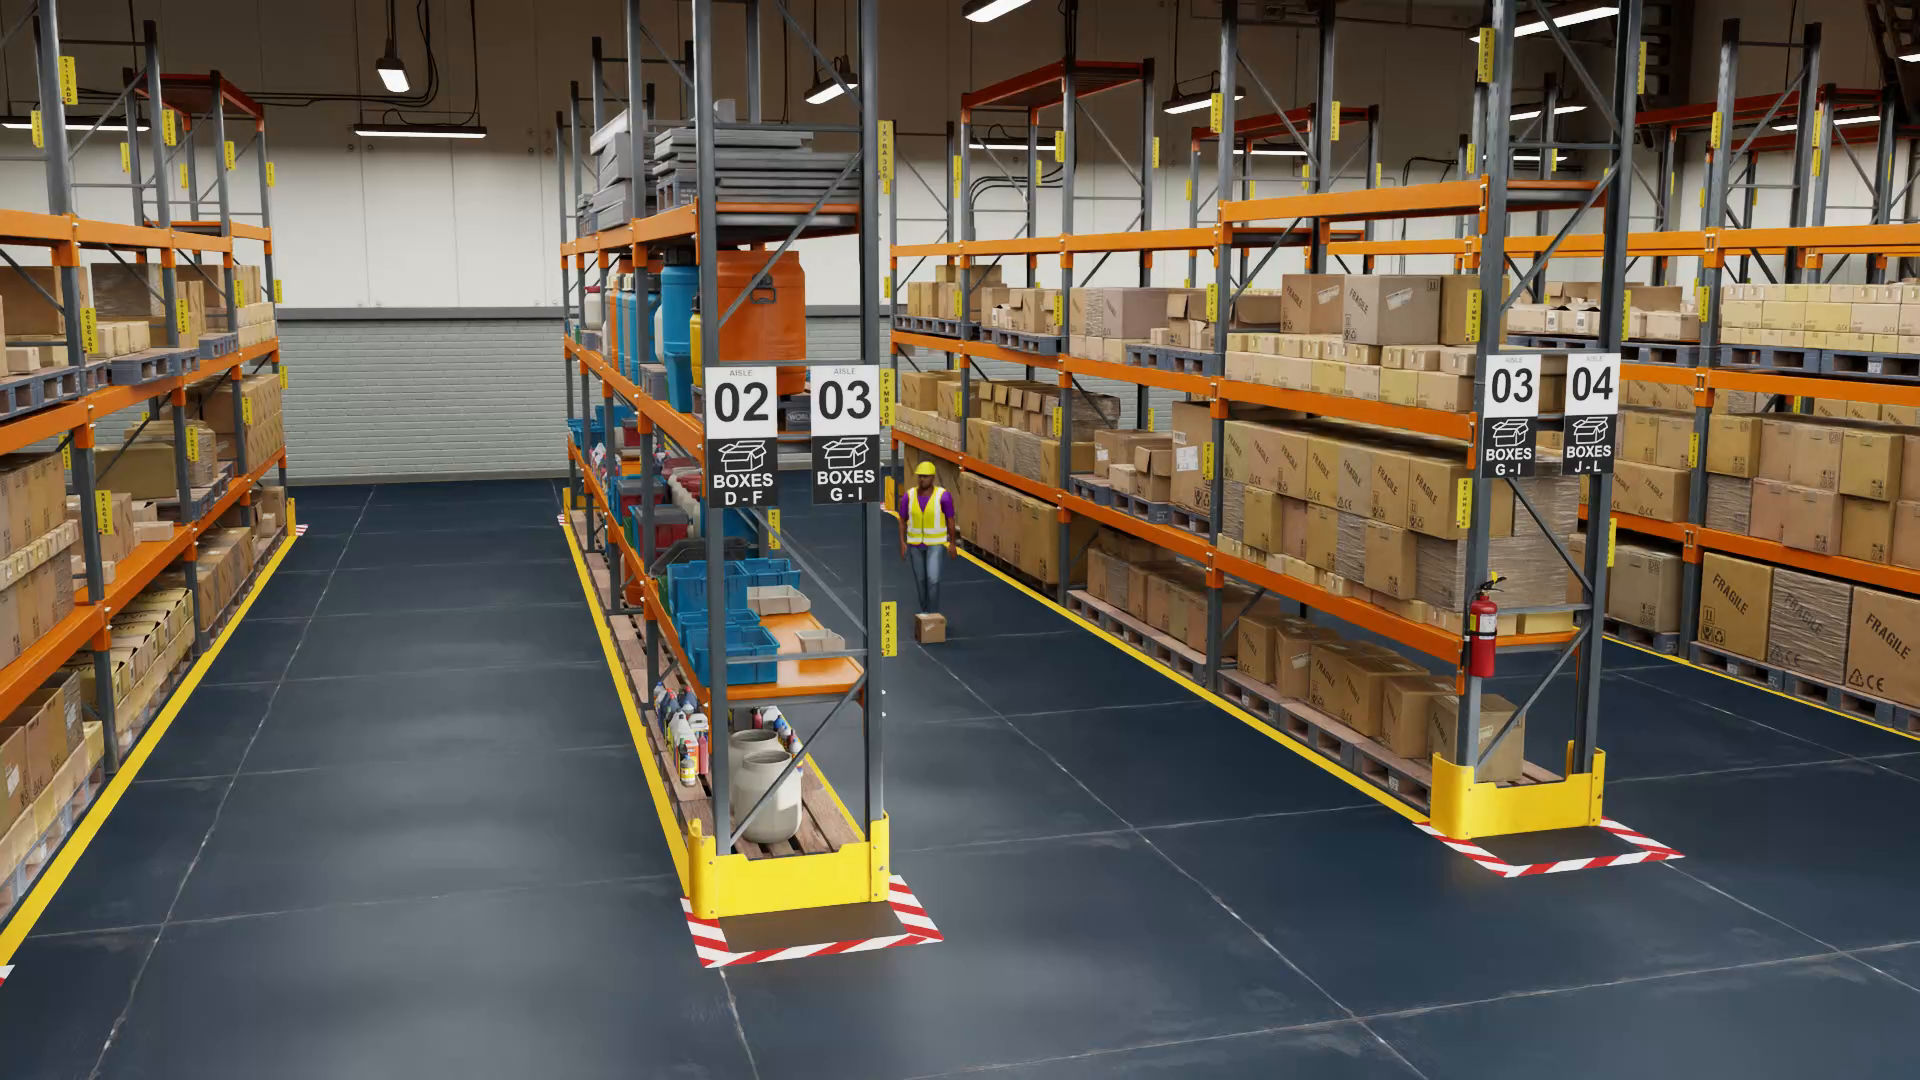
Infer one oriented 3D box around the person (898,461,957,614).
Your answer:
[{"bbox_3d":[-0.362,0.091,17.373,0.596,1.828,0.602,2,10,15],"label":"person"}]
